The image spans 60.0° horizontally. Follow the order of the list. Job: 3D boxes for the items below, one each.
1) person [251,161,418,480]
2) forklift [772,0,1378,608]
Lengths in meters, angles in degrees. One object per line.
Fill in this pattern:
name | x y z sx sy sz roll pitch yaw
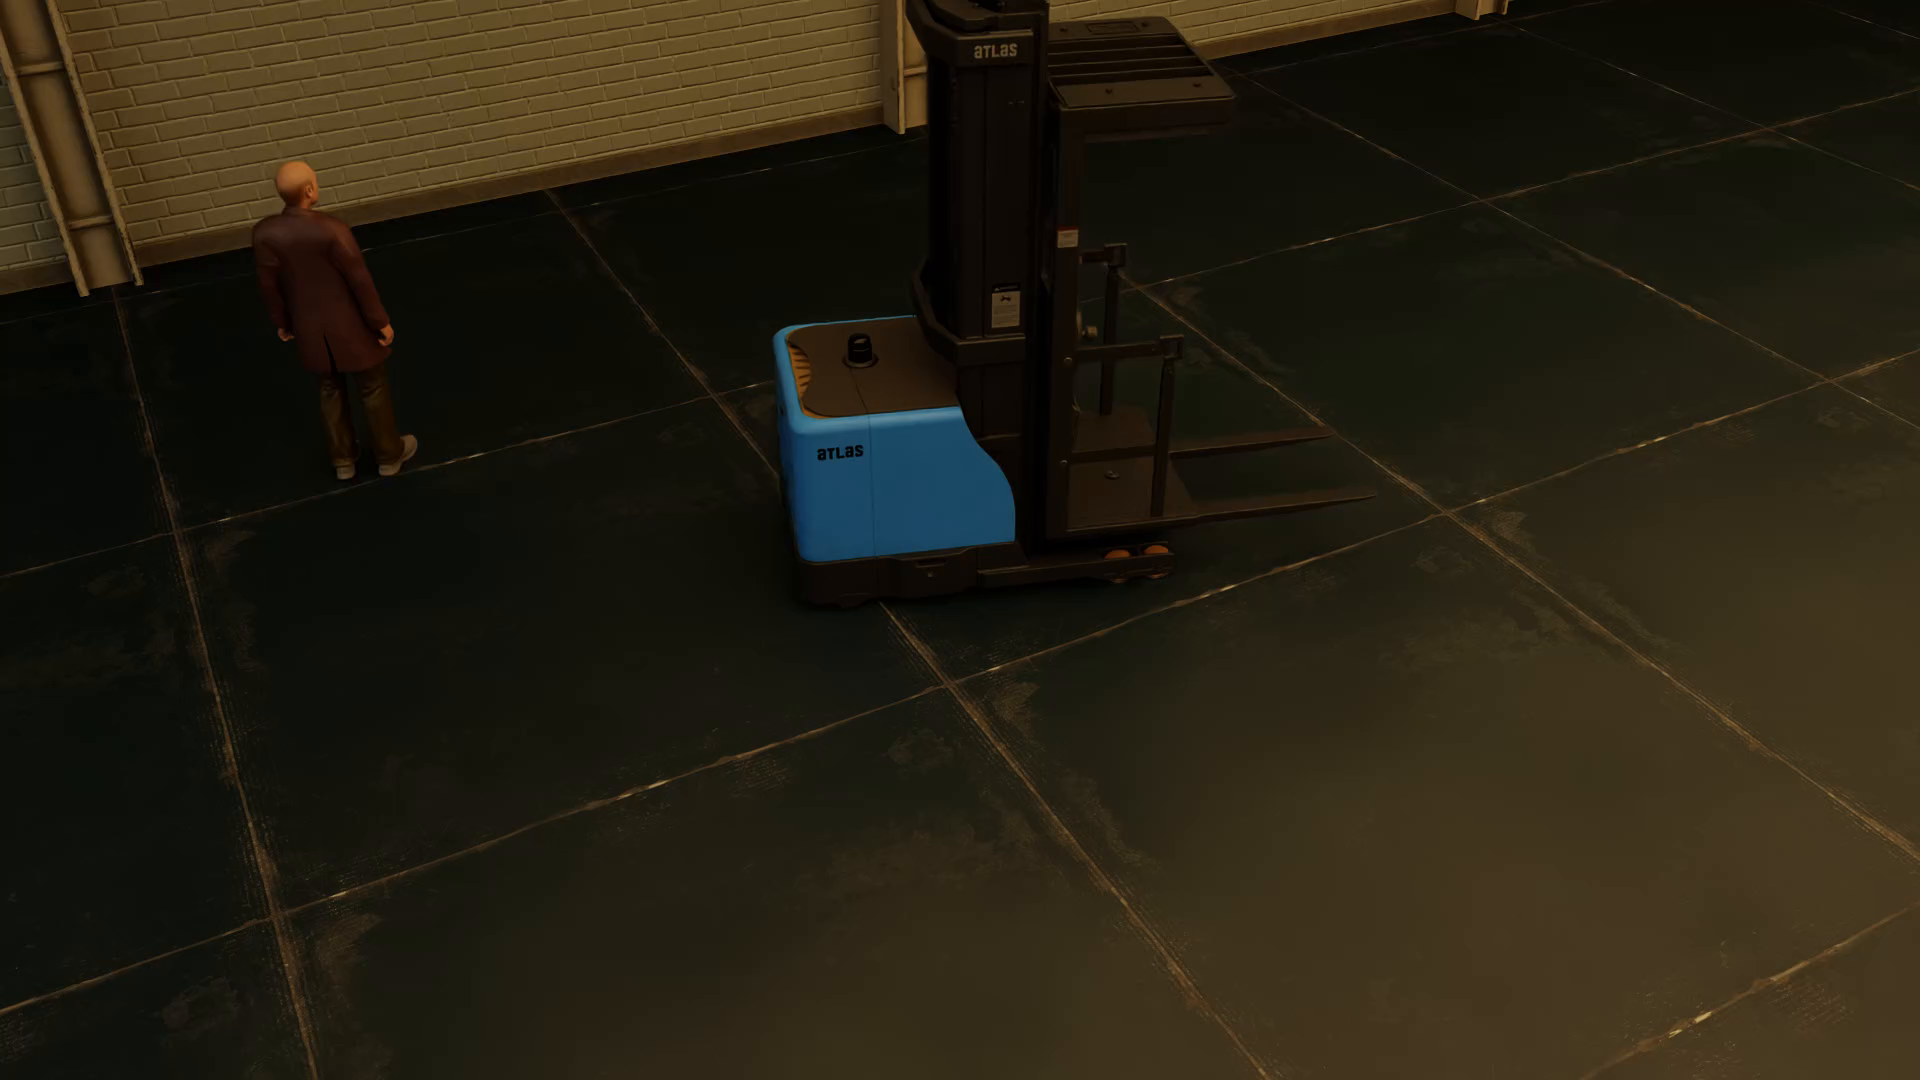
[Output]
person | -3.290 -1.165 8.768 0.643 1.782 0.421 2 35 2
forklift | 0.617 -1.277 7.929 3.031 2.935 1.130 -6 36 -9
